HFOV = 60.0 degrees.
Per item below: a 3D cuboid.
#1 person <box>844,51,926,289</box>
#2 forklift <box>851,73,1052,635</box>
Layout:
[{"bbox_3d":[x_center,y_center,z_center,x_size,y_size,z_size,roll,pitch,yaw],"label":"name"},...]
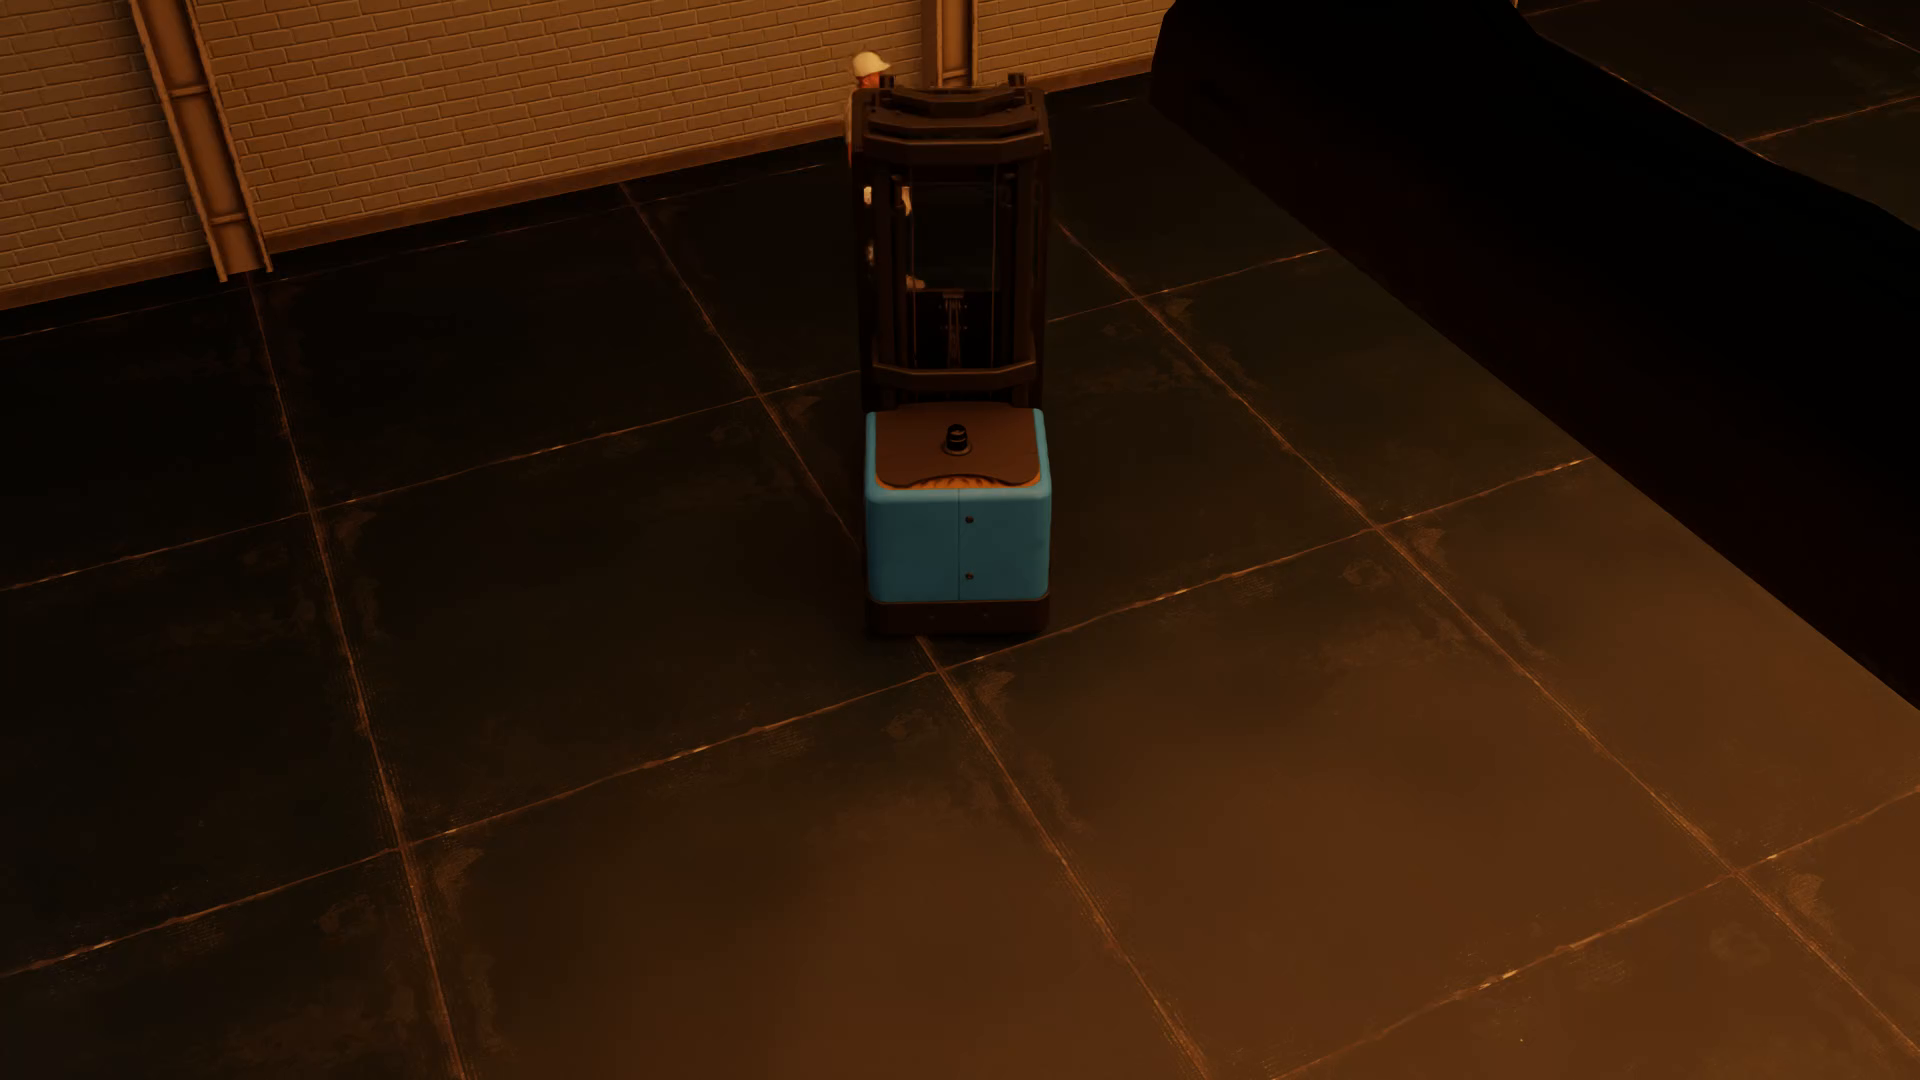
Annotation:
[{"bbox_3d":[-0.509,-2.713,12.200,0.634,1.749,0.738,13,42,15],"label":"person"},{"bbox_3d":[-0.057,-1.504,9.819,1.130,2.935,3.031,-1,40,-2],"label":"forklift"}]
